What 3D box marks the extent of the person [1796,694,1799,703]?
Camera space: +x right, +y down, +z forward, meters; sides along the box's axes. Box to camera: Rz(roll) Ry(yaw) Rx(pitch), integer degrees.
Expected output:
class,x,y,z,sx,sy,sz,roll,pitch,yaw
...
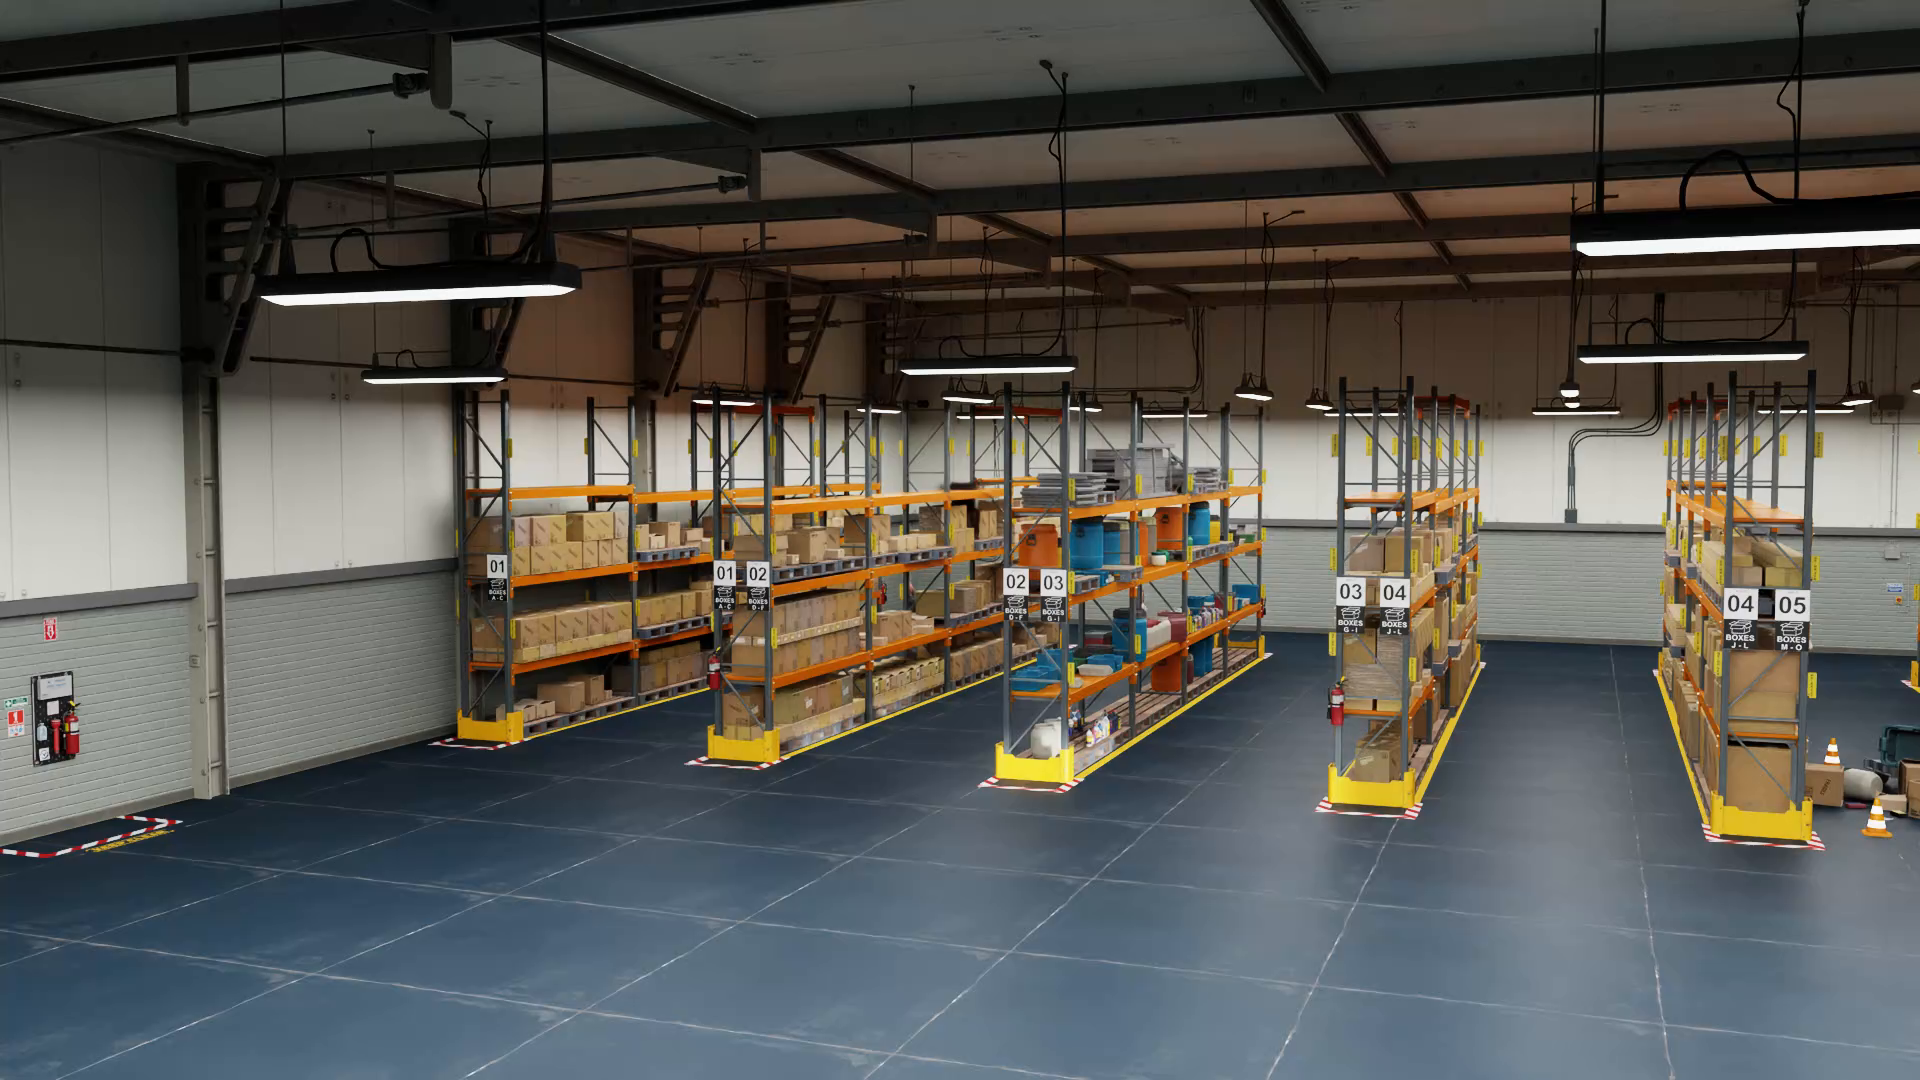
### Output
class,x,y,z,sx,sy,sz,roll,pitch,yaw
person,16.337,2.376,32.612,0.505,1.697,0.361,-3,4,-39

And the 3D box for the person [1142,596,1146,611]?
class,x,y,z,sx,sy,sz,roll,pitch,yaw
person,4.129,2.054,38.769,0.444,1.592,1.039,1,3,18

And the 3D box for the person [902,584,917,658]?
class,x,y,z,sx,sy,sz,roll,pitch,yaw
person,-1.080,1.925,39.547,0.536,1.720,0.556,2,4,33
